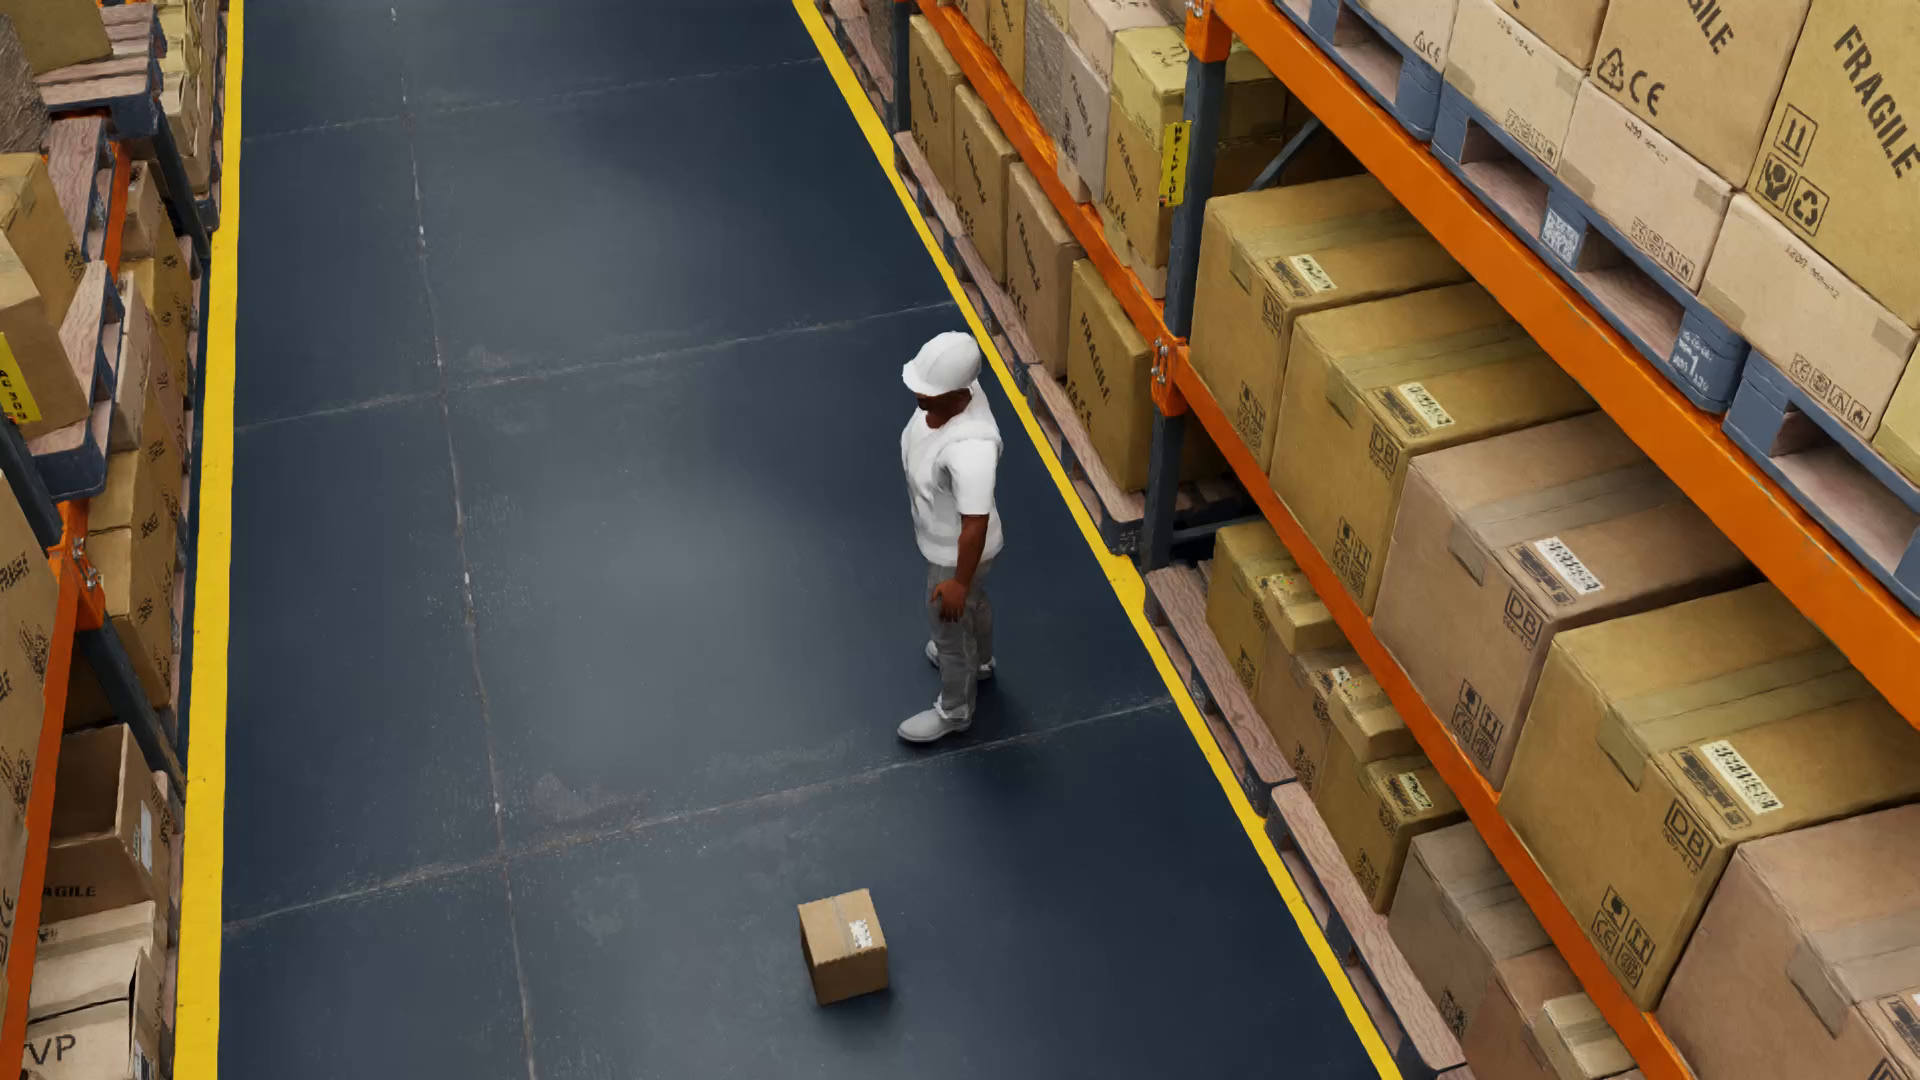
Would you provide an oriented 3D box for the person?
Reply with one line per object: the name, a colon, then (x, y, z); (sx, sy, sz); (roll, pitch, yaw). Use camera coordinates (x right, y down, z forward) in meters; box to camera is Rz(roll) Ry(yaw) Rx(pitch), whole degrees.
person: (-0.054, -0.010, 6.114); (0.434, 1.759, 0.640); (-5, 42, -6)
